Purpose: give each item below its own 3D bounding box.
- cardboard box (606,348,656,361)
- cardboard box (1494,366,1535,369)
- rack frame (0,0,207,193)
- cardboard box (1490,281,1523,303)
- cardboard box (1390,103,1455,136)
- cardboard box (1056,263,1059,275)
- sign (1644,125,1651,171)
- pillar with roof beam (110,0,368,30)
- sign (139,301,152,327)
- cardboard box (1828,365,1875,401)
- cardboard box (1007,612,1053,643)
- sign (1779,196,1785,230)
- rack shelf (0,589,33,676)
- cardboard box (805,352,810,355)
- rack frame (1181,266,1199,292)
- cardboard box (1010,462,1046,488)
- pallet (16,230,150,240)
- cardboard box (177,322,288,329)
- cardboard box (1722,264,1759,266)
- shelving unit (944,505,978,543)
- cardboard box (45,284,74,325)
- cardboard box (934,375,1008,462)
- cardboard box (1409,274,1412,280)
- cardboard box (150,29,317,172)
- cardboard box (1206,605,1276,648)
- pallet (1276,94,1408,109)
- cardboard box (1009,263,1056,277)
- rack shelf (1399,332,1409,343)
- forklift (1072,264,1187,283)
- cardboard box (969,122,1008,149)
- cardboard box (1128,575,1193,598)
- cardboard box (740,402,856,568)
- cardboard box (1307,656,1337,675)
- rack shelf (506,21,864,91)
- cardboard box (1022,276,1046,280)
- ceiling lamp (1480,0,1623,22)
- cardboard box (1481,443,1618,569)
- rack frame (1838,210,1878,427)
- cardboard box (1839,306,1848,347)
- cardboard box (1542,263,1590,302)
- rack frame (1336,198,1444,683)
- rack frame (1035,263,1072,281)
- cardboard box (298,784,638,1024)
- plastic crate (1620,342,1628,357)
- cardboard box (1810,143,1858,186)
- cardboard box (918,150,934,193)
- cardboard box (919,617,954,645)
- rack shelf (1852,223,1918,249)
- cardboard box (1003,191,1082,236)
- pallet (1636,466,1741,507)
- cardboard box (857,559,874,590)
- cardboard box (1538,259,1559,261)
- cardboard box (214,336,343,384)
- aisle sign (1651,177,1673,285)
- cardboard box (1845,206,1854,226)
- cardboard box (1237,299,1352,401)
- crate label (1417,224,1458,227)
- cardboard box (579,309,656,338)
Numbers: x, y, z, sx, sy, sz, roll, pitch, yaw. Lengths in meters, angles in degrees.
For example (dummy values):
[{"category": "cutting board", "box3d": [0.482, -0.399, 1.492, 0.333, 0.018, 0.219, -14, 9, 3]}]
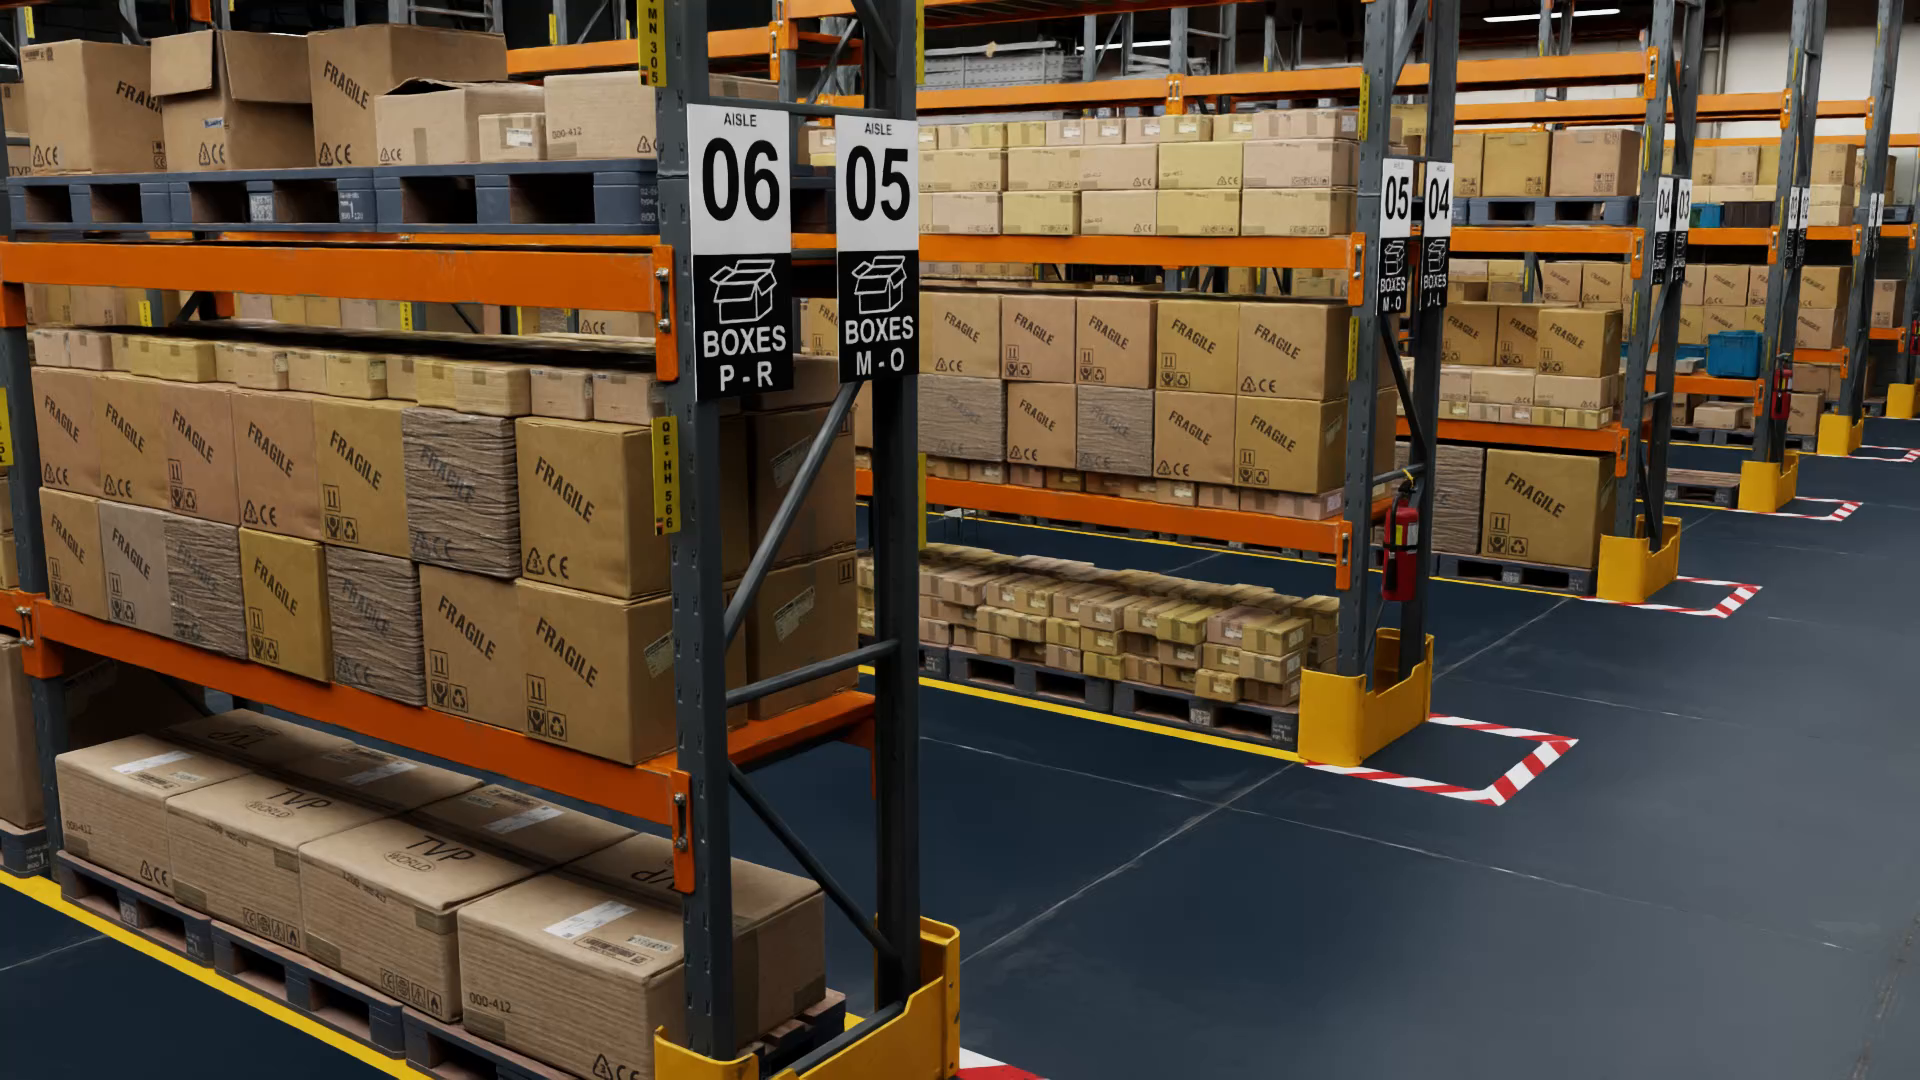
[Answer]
[{"category": "cardboard box", "box3d": [-0.995, -0.582, 5.756, 0.250, 0.149, 0.380, 8, 14, 37]}, {"category": "cardboard box", "box3d": [4.738, -1.318, 13.777, 0.500, 0.250, 0.500, 8, 13, 35]}, {"category": "rack frame", "box3d": [-3.702, -2.971, 6.914, 0.127, 3.000, 1.000, 8, 13, 36]}, {"category": "cardboard box", "box3d": [7.781, -3.401, 23.566, 0.500, 0.500, 0.700, 3, 11, 16]}, {"category": "cardboard box", "box3d": [3.765, -3.467, 13.768, 0.500, 0.250, 0.500, 7, 13, 34]}, {"category": "cardboard box", "box3d": [1.887, -5.314, 33.189, 0.500, 0.500, 0.500, 8, 14, 36]}, {"category": "sign", "box3d": [5.055, -2.880, 12.218, 0.005, 0.325, 0.100, 8, 13, 36]}, {"category": "pillar with roof beam", "box3d": [-19.529, -10.205, 44.307, 0.548, 9.000, 9.100, 8, 13, 36]}, {"category": "sign", "box3d": [-7.629, -2.073, 15.579, 0.005, 0.325, 0.100, 8, 13, 36]}, {"category": "cardboard box", "box3d": [13.560, -2.410, 25.286, 0.500, 0.500, 0.700, 8, 13, 36]}, {"category": "cardboard box", "box3d": [0.497, 0.514, 10.312, 0.250, 0.149, 0.380, 8, 14, 36]}, {"category": "sign", "box3d": [8.007, -3.186, 16.201, 0.005, 0.325, 0.100, 8, 13, 36]}, {"category": "rack shelf", "box3d": [-5.314, 0.103, 8.714, 4.000, 0.370, 1.077, 8, 13, 36]}, {"category": "cardboard box", "box3d": [-0.899, -1.284, 11.980, 0.250, 0.149, 0.380, 9, 14, 38]}, {"category": "rack frame", "box3d": [4.511, -4.717, 31.734, 0.127, 3.000, 1.000, 8, 13, 36]}, {"category": "cardboard box", "box3d": [0.515, -0.426, 10.214, 0.250, 0.149, 0.380, 9, 14, 38]}, {"category": "pallet", "box3d": [-4.470, -1.500, 7.711, 1.217, 0.209, 0.805, 7, 13, 33]}, {"category": "cardboard box", "box3d": [-3.117, -0.852, 7.151, 0.250, 0.149, 0.380, 8, 14, 37]}, {"category": "cardboard box", "box3d": [10.227, -3.354, 21.793, 0.500, 0.500, 0.500, 8, 14, 36]}, {"category": "shelving unit", "box3d": [0.007, -0.441, 15.160, 0.210, 0.900, 0.258, 8, 13, 36]}, {"category": "cardboard box", "box3d": [-8.877, -2.529, 17.185, 0.500, 0.550, 0.875, 8, 13, 36]}, {"category": "cardboard box", "box3d": [0.184, -0.779, 10.332, 0.500, 0.500, 0.500, 8, 13, 34]}, {"category": "cardboard box", "box3d": [7.975, -4.378, 28.885, 0.500, 0.500, 0.500, 8, 14, 37]}, {"category": "cardboard box", "box3d": [-2.596, -1.657, 6.381, 0.637, 0.503, 0.797, 9, 14, 40]}, {"category": "cardboard box", "box3d": [1.625, 0.499, 9.608, 0.250, 0.149, 0.380, 8, 14, 37]}, {"category": "pallet", "box3d": [4.410, -5.045, 19.188, 1.213, 0.211, 1.003, 8, 13, 36]}, {"category": "cardboard box", "box3d": [1.221, -4.693, 27.932, 0.500, 0.500, 0.700, 8, 14, 36]}, {"category": "rack shelf", "box3d": [6.418, -2.930, 24.393, 4.000, 0.370, 1.077, 8, 13, 36]}, {"category": "forklift", "box3d": [1.910, -2.161, 18.701, 1.130, 2.935, 3.031, 5, 12, 26]}, {"category": "cardboard box", "box3d": [0.268, -2.410, 9.941, 0.250, 0.149, 0.380, 9, 14, 38]}, {"category": "cardboard box", "box3d": [1.262, 0.337, 10.443, 0.250, 0.149, 0.380, 9, 14, 38]}, {"category": "cardboard box", "box3d": [-0.696, -0.213, 5.559, 0.500, 0.500, 0.500, 8, 13, 34]}, {"category": "cardboard box", "box3d": [2.138, 0.741, 9.924, 0.250, 0.149, 0.380, 8, 14, 37]}, {"category": "rack shelf", "box3d": [-2.466, -3.415, 12.158, 4.000, 0.370, 1.077, 8, 13, 36]}, {"category": "cardboard box", "box3d": [1.236, -4.323, 27.729, 0.250, 0.149, 0.380, 8, 13, 35]}, {"category": "ceiling lamp", "box3d": [8.626, -9.293, 24.225, 2.000, 3.185, 0.800, 8, 13, 36]}, {"category": "cardboard box", "box3d": [4.824, -0.315, 13.472, 0.875, 0.875, 0.875, 8, 13, 36]}, {"category": "rack frame", "box3d": [11.254, -2.609, 20.838, 0.127, 3.000, 1.000, 8, 13, 36]}, {"category": "cardboard box", "box3d": [11.053, -2.748, 21.295, 0.500, 0.500, 0.500, 8, 14, 37]}, {"category": "cardboard box", "box3d": [8.244, -3.503, 22.562, 0.500, 0.500, 0.500, 8, 14, 37]}, {"category": "rack frame", "box3d": [2.370, -0.345, 9.135, 0.127, 3.000, 1.000, 8, 13, 36]}, {"category": "rack frame", "box3d": [1.582, -3.958, 27.812, 0.127, 3.000, 1.000, 8, 13, 36]}, {"category": "cardboard box", "box3d": [-1.812, 1.316, 6.192, 0.875, 0.438, 0.875, 8, 14, 37]}, {"category": "plastic crate", "box3d": [7.254, -2.024, 18.100, 0.300, 0.233, 0.416, 8, 13, 36]}, {"category": "cardboard box", "box3d": [10.831, -4.677, 20.735, 0.500, 0.500, 0.700, 8, 13, 36]}, {"category": "cardboard box", "box3d": [-0.209, -2.291, 10.378, 0.500, 0.250, 0.500, 8, 13, 35]}, {"category": "cardboard box", "box3d": [-0.071, 0.560, 10.859, 0.250, 0.149, 0.380, 8, 13, 34]}, {"category": "rack shelf", "box3d": [12.571, -4.712, 25.706, 4.000, 0.370, 1.077, 8, 13, 36]}, {"category": "cardboard box", "box3d": [0.600, -1.925, 9.802, 0.500, 0.250, 0.500, 9, 14, 38]}, {"category": "pallet", "box3d": [7.678, -0.581, 17.696, 1.213, 0.211, 1.003, 8, 13, 36]}, {"category": "cardboard box", "box3d": [-0.512, 0.217, 11.063, 0.250, 0.149, 0.380, 9, 14, 38]}, {"category": "cardboard box", "box3d": [9.910, -4.596, 28.034, 0.500, 0.250, 0.500, 7, 13, 34]}, {"category": "cardboard box", "box3d": [-2.542, -0.673, 6.226, 0.250, 0.149, 0.380, 8, 13, 35]}, {"category": "aisle sign", "box3d": [5.268, -2.315, 12.475, 0.004, 0.787, 0.394, 8, 13, 36]}, {"category": "cardboard box", "box3d": [10.991, -4.105, 21.067, 0.500, 0.250, 0.500, 8, 13, 36]}, {"category": "cardboard box", "box3d": [1.854, -1.044, 9.071, 0.500, 0.500, 0.500, 8, 13, 34]}, {"category": "crate label", "box3d": [5.319, -3.545, 18.472, 0.466, 0.136, 0.293, 8, 13, 36]}, {"category": "cardboard box", "box3d": [-3.727, -2.832, 19.306, 1.000, 1.000, 1.000, 8, 14, 36]}]
